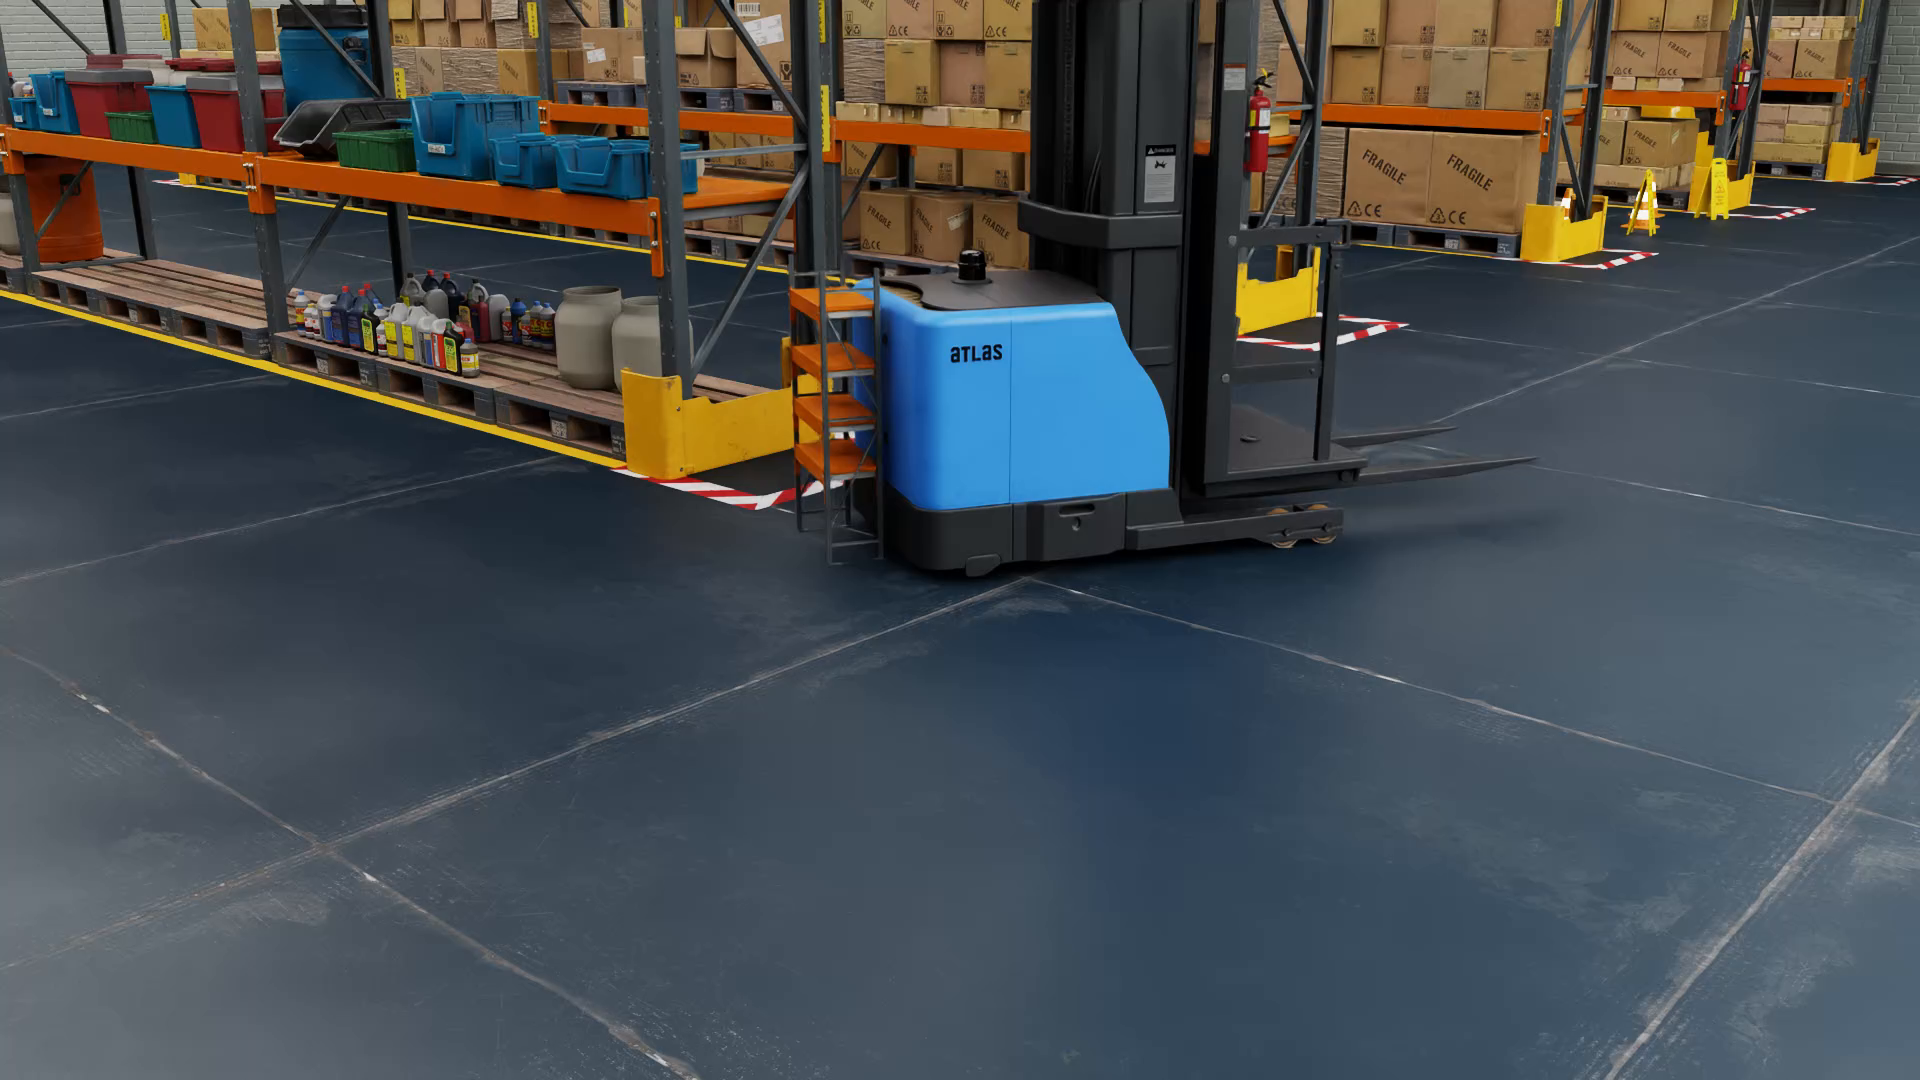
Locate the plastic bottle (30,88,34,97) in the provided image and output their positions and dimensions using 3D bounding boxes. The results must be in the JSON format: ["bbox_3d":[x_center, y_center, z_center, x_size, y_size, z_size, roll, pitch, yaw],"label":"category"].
[{"bbox_3d":[-7.994,-3.826,14.402,0.133,0.283,0.061,15,23,39],"label":"plastic bottle"}]

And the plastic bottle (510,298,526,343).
[{"bbox_3d":[-2.699,-1.347,10.179,0.097,0.271,0.097,0,18,0],"label":"plastic bottle"}]

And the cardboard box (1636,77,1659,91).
[{"bbox_3d":[7.936,-5.225,19.032,0.250,0.149,0.380,15,23,38],"label":"cardboard box"}]

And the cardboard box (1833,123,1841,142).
[{"bbox_3d":[11.877,-5.629,22.914,0.500,0.250,0.500,16,23,40],"label":"cardboard box"}]

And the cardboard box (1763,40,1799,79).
[{"bbox_3d":[11.166,-6.553,22.636,0.500,0.500,0.500,16,24,41],"label":"cardboard box"}]

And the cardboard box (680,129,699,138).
[{"bbox_3d":[-3.826,-5.643,22.968,0.250,0.149,0.380,16,24,41],"label":"cardboard box"}]

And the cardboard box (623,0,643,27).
[{"bbox_3d":[-4.308,-7.307,22.867,0.500,0.500,0.500,14,22,38],"label":"cardboard box"}]

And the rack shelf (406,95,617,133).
[{"bbox_3d":[-5.259,-4.659,18.022,4.000,0.370,1.077,15,23,39],"label":"rack shelf"}]

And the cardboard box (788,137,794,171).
[{"bbox_3d":[-1.853,-4.991,21.318,0.500,0.500,0.500,14,22,37],"label":"cardboard box"}]

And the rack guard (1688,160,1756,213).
[{"bbox_3d":[8.742,-4.060,19.077,0.348,0.500,1.175,15,23,39],"label":"rack guard"}]

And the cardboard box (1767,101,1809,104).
[{"bbox_3d":[11.480,-5.965,23.146,0.500,0.250,0.500,15,23,39],"label":"cardboard box"}]

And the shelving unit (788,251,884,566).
[{"bbox_3d":[-0.512,-0.549,6.857,0.258,1.200,0.503,-6,19,-19],"label":"shelving unit"}]

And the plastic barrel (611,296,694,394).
[{"bbox_3d":[-1.610,-1.002,8.730,0.421,0.512,0.421,0,18,0],"label":"plastic barrel"}]

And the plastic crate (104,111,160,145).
[{"bbox_3d":[-5.549,-2.861,11.519,0.662,0.188,0.450,15,23,39],"label":"plastic crate"}]

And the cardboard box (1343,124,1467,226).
[{"bbox_3d":[4.378,-3.581,16.253,0.875,0.875,0.875,15,23,38],"label":"cardboard box"}]

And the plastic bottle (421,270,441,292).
[{"bbox_3d":[-3.386,-1.559,10.718,0.185,0.351,0.144,14,23,38],"label":"plastic bottle"}]

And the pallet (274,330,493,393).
[{"bbox_3d":[-3.584,-1.203,10.553,1.213,0.211,1.003,15,23,39],"label":"pallet"}]

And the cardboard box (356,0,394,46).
[{"bbox_3d":[-6.272,-5.803,18.613,0.637,0.503,0.797,14,23,38],"label":"cardboard box"}]

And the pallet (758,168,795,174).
[{"bbox_3d":[-1.887,-4.775,21.809,1.213,0.211,1.003,15,23,39],"label":"pallet"}]

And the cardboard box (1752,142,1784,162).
[{"bbox_3d":[11.164,-5.374,22.938,0.500,0.250,0.500,15,23,39],"label":"cardboard box"}]

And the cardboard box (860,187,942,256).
[{"bbox_3d":[-0.499,-2.716,14.150,0.500,0.500,0.500,14,22,38],"label":"cardboard box"}]

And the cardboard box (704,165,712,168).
[{"bbox_3d":[-2.825,-3.380,16.208,0.500,0.500,0.700,13,22,35],"label":"cardboard box"}]

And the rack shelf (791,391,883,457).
[{"bbox_3d":[-0.512,-0.485,6.877,0.258,0.148,0.480,-6,19,-19],"label":"rack shelf"}]

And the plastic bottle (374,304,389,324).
[{"bbox_3d":[-3.455,-1.271,9.940,0.097,0.271,0.097,0,18,0],"label":"plastic bottle"}]

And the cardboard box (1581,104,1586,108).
[{"bbox_3d":[7.325,-5.057,19.626,0.250,0.149,0.380,16,24,42],"label":"cardboard box"}]

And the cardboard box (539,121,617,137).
[{"bbox_3d":[-4.265,-3.931,17.357,0.875,0.875,1.225,14,22,37],"label":"cardboard box"}]

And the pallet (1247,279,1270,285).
[{"bbox_3d":[1.579,-1.851,12.595,1.213,0.211,1.003,15,23,39],"label":"pallet"}]

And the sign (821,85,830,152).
[{"bbox_3d":[-0.699,-2.129,8.403,0.005,0.325,0.100,15,23,39],"label":"sign"}]

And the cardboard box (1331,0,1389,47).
[{"bbox_3d":[4.053,-5.075,16.111,0.500,0.550,0.875,15,23,39],"label":"cardboard box"}]

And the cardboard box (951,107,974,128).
[{"bbox_3d":[0.141,-3.321,13.031,0.250,0.149,0.380,15,23,39],"label":"cardboard box"}]

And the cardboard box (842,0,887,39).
[{"bbox_3d":[-0.603,-4.315,13.440,0.500,0.500,0.500,15,23,39],"label":"cardboard box"}]

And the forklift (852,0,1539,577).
[{"bbox_3d":[1.101,-1.504,7.004,3.031,2.935,1.130,-6,19,-19],"label":"forklift"}]

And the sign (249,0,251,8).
[{"bbox_3d":[-9.376,-6.991,21.876,0.005,0.325,0.100,15,23,39],"label":"sign"}]

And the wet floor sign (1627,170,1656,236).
[{"bbox_3d":[6.924,-3.416,16.808,0.232,0.644,0.267,11,20,30],"label":"wet floor sign"}]

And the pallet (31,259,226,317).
[{"bbox_3d":[-6.497,-1.986,13.021,1.213,0.211,1.003,15,23,39],"label":"pallet"}]

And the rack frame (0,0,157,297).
[{"bbox_3d":[-7.051,-3.479,13.117,0.127,3.000,1.000,15,23,39],"label":"rack frame"}]

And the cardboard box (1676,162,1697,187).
[{"bbox_3d":[8.379,-4.350,19.711,0.500,0.250,0.500,15,23,39],"label":"cardboard box"}]

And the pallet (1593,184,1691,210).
[{"bbox_3d":[8.157,-4.093,19.660,1.213,0.211,1.003,15,23,39],"label":"pallet"}]

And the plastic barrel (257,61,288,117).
[{"bbox_3d":[-4.629,-2.983,11.327,0.433,0.535,0.433,0,18,0],"label":"plastic barrel"}]

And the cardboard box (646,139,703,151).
[{"bbox_3d":[-2.839,-3.744,16.115,0.500,0.250,0.500,-15,23,-40],"label":"cardboard box"}]

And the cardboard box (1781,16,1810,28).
[{"bbox_3d":[11.264,-6.971,22.390,0.250,0.149,0.380,16,23,40],"label":"cardboard box"}]

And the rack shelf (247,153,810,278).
[{"bbox_3d":[-2.563,-1.932,9.429,4.000,0.370,1.077,15,23,39],"label":"rack shelf"}]

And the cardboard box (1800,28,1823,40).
[{"bbox_3d":[11.434,-6.767,22.239,0.250,0.149,0.380,16,23,40],"label":"cardboard box"}]

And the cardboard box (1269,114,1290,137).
[{"bbox_3d":[2.166,-2.985,11.975,0.250,0.149,0.380,15,23,39],"label":"cardboard box"}]

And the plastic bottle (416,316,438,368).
[{"bbox_3d":[-3.006,-1.139,9.517,0.135,0.276,0.152,14,22,38],"label":"plastic bottle"}]

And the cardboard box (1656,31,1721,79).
[{"bbox_3d":[8.210,-5.472,18.738,0.500,0.500,0.500,15,23,38],"label":"cardboard box"}]

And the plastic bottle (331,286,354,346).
[{"bbox_3d":[-3.731,-1.367,10.114,0.185,0.351,0.144,16,24,41],"label":"plastic bottle"}]

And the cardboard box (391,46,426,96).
[{"bbox_3d":[-5.826,-5.101,18.060,0.500,0.500,0.500,14,23,38],"label":"cardboard box"}]

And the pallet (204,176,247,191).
[{"bbox_3d":[-9.097,-4.734,21.681,1.213,0.211,1.003,15,23,39],"label":"pallet"}]

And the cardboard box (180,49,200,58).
[{"bbox_3d":[-9.567,-6.119,21.190,0.500,0.250,0.500,14,23,38],"label":"cardboard box"}]

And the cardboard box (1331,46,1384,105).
[{"bbox_3d":[4.096,-4.575,16.320,0.500,0.550,0.875,15,23,39],"label":"cardboard box"}]

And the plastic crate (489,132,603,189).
[{"bbox_3d":[-2.122,-1.967,8.596,0.408,0.251,0.499,15,23,39],"label":"plastic crate"}]

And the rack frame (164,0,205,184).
[{"bbox_3d":[-9.747,-6.206,21.709,0.127,3.000,1.000,15,23,39],"label":"rack frame"}]

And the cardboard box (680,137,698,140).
[{"bbox_3d":[-3.834,-5.480,22.946,0.250,0.149,0.380,16,23,40],"label":"cardboard box"}]
